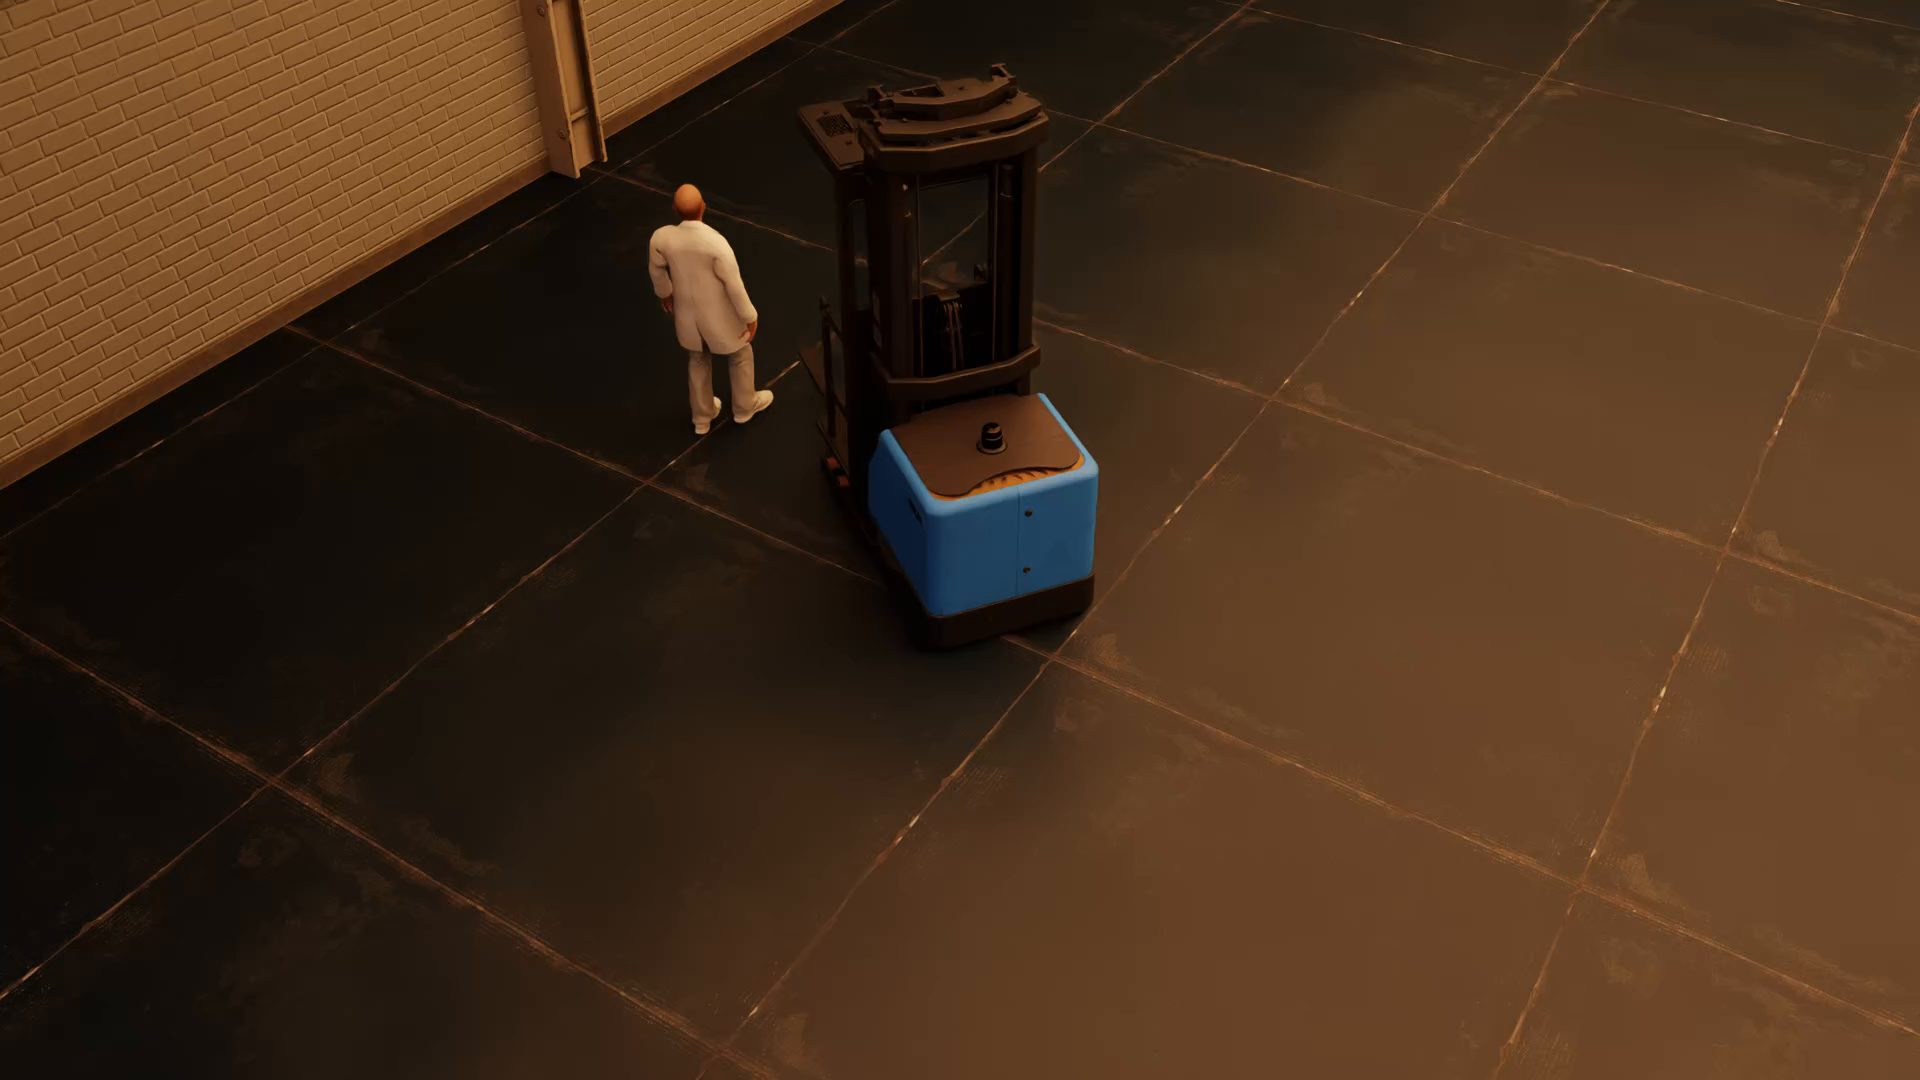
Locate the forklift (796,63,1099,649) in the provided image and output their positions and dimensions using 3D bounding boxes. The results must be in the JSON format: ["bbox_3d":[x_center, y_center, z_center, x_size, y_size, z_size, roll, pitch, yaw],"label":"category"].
[{"bbox_3d":[-0.245,-1.463,9.693,1.130,2.935,3.031,-15,42,-17],"label":"forklift"}]

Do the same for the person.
[{"bbox_3d":[-1.589,-1.528,10.668,0.758,1.769,0.572,13,42,15],"label":"person"}]
